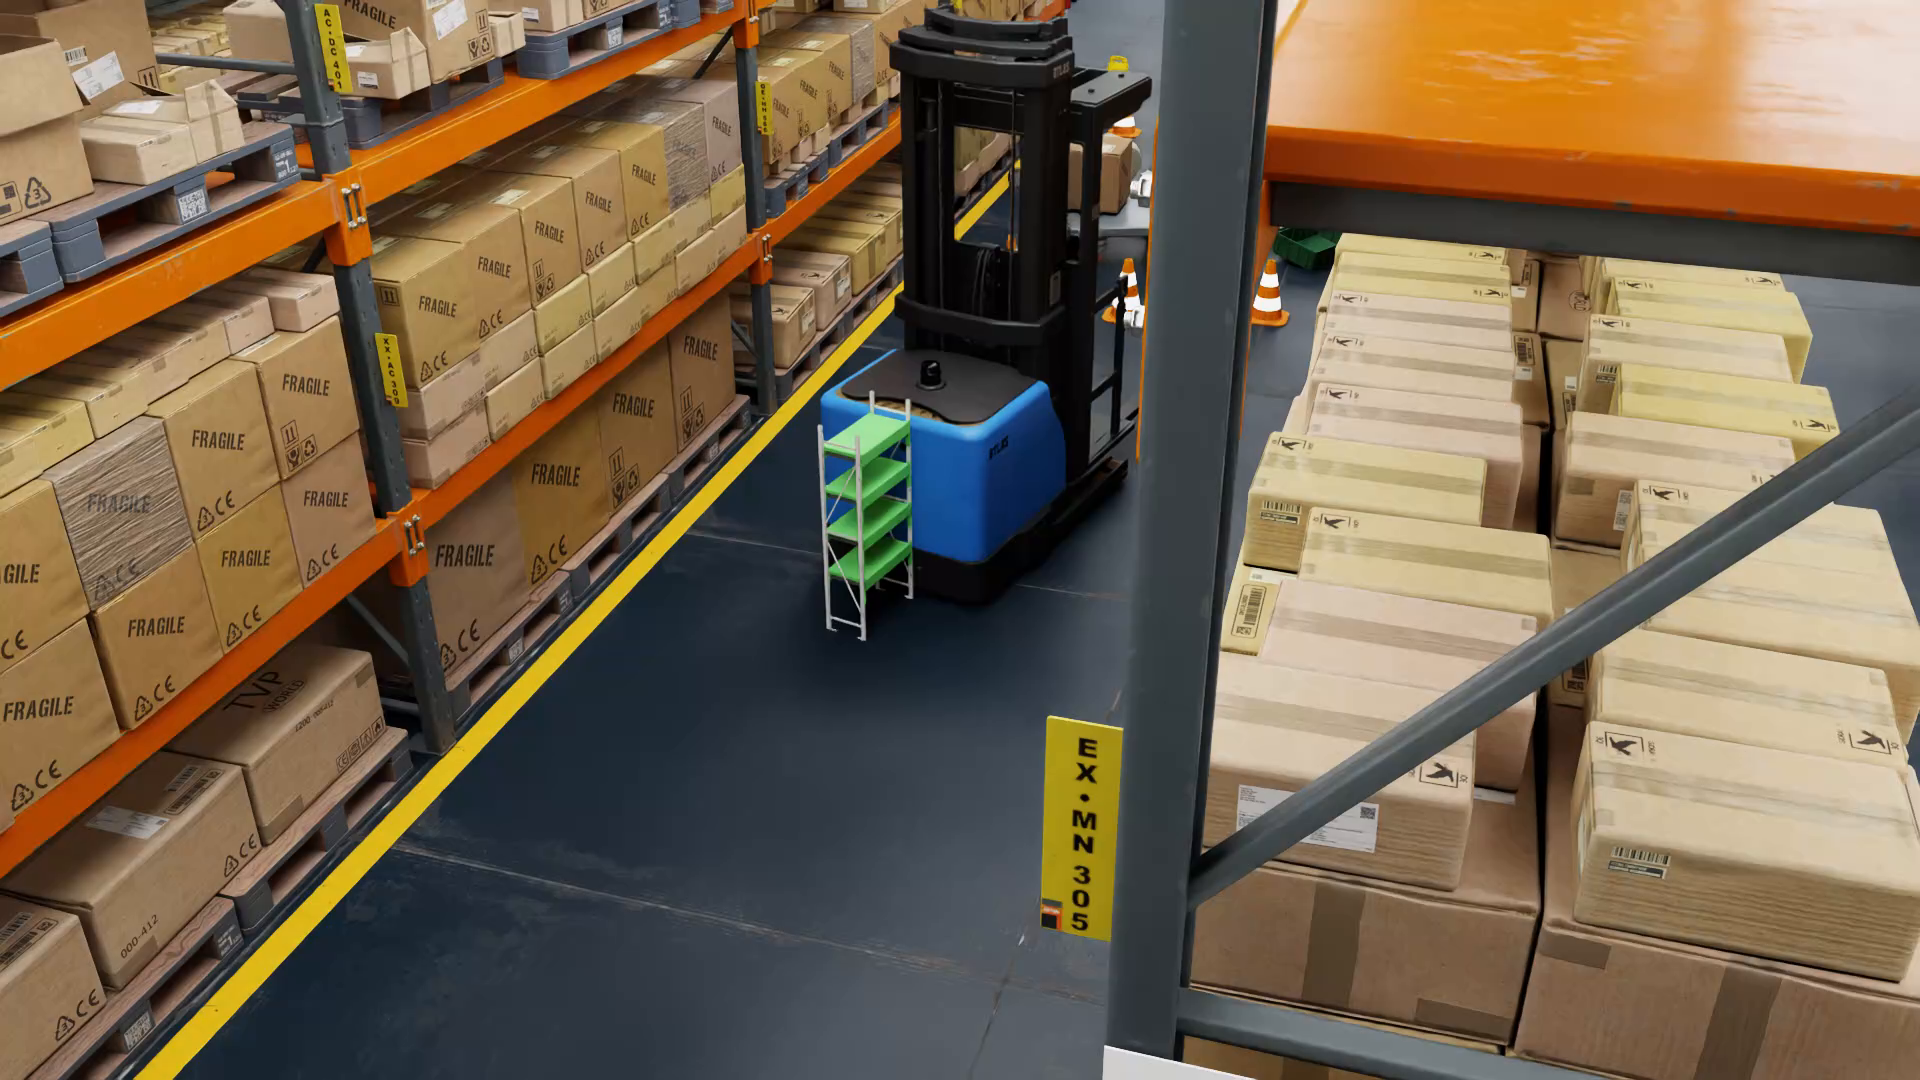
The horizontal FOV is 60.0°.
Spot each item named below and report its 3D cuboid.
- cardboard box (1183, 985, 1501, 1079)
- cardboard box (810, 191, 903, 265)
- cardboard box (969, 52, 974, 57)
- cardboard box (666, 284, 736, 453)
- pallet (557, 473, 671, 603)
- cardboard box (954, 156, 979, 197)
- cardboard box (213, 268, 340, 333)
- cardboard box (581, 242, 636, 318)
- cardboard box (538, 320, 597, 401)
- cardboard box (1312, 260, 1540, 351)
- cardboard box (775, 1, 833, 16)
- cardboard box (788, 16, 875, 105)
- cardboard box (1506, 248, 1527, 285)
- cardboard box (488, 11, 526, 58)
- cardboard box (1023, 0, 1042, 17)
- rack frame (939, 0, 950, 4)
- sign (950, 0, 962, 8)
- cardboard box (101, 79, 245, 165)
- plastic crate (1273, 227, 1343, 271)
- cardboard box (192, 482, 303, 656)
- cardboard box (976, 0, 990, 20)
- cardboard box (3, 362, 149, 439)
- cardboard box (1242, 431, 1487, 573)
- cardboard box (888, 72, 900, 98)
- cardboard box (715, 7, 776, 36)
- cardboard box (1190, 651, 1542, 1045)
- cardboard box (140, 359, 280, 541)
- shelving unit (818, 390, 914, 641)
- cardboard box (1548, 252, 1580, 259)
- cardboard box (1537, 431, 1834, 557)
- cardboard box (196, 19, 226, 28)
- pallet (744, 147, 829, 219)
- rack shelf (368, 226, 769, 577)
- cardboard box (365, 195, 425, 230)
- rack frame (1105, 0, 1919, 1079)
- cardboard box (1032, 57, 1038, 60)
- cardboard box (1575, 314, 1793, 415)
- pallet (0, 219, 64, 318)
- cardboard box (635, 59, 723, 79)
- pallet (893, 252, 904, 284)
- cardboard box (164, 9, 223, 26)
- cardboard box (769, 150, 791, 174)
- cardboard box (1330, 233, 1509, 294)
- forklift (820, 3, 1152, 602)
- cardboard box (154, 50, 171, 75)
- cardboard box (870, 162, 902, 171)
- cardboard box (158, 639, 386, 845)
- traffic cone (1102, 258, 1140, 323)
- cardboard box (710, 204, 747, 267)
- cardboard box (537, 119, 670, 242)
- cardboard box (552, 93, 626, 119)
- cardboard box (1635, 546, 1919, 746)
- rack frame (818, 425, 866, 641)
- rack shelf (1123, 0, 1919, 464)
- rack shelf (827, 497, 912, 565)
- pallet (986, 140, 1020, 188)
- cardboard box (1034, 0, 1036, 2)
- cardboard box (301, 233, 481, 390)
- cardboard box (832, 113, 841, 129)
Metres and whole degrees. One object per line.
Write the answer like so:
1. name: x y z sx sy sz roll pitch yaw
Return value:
1. cardboard box: 0.556 0.649 2.567 0.500 0.250 0.500 8 30 14
2. cardboard box: -0.924 -2.549 13.518 0.950 0.372 0.625 10 31 18
3. cardboard box: -0.092 -4.336 14.718 0.380 0.149 0.250 8 30 15
4. cardboard box: -2.020 -1.180 10.539 0.875 0.875 0.875 8 30 14
5. pallet: -2.402 -0.095 9.703 1.003 0.211 1.213 8 30 15
6. cardboard box: -0.133 -3.311 15.012 0.500 0.250 0.500 7 30 13
7. cardboard box: -2.699 -0.951 6.575 0.380 0.149 0.250 8 30 14
8. cardboard box: -2.067 -1.405 8.829 0.500 0.250 0.500 8 30 13
9. cardboard box: -2.215 -0.953 8.532 0.500 0.250 0.500 8 30 14
10. cardboard box: 1.167 -0.527 4.167 0.500 0.250 0.500 9 30 16
11. cardboard box: -1.281 -3.813 12.677 0.500 0.500 0.500 8 30 15
12. cardboard box: -0.935 -3.490 12.096 0.500 0.500 0.500 7 30 13
13. cardboard box: 1.225 -0.769 4.192 0.380 0.149 0.250 8 30 13
14. cardboard box: -2.206 -2.305 7.532 0.380 0.166 0.250 6 30 11
15. cardboard box: 0.594 -5.264 16.386 0.380 0.149 0.250 9 30 16
16. rack frame: -0.564 -4.093 14.022 1.000 3.000 0.127 8 30 15
17. sign: -0.033 -4.521 13.601 0.100 0.325 0.005 8 30 15
18. cardboard box: -2.794 -1.512 5.900 0.396 0.266 0.258 9 30 16
19. plastic crate: 2.996 -2.498 13.987 0.662 0.188 0.450 -24 47 -37
20. cardboard box: -2.950 0.073 6.430 0.500 0.500 0.500 8 30 14
21. cardboard box: -0.043 -4.668 14.647 0.500 0.500 0.500 8 30 15
22. cardboard box: -3.058 -0.488 5.742 0.380 0.149 0.250 8 30 14
23. cardboard box: 0.706 -0.050 2.898 0.380 0.149 0.250 9 30 16
24. cardboard box: -0.658 -3.524 12.826 0.380 0.149 0.250 9 30 15
25. cardboard box: -1.528 -3.675 11.763 0.380 0.149 0.250 7 30 12
26. cardboard box: 0.567 0.429 2.448 0.500 0.250 0.500 8 30 13
27. cardboard box: -2.944 -0.362 6.185 0.500 0.500 0.500 8 30 14
28. shelving unit: -0.484 -0.123 8.737 0.258 1.200 0.503 15 33 25
29. cardboard box: 1.730 -0.820 4.283 0.380 0.149 0.250 10 30 17
30. cardboard box: 1.364 0.037 3.153 0.500 0.250 0.500 9 30 15
31. cardboard box: -5.741 -3.975 13.040 0.380 0.149 0.250 9 30 16
32. pallet: -1.631 -2.497 11.350 1.213 0.211 1.003 8 30 15
33. rack shelf: -2.325 -0.990 9.184 1.077 0.370 4.000 8 30 15
34. cardboard box: -2.876 -1.341 7.943 0.500 0.500 0.500 9 30 16
35. rack frame: 0.675 -0.479 1.354 1.000 3.000 0.127 8 30 15
36. cardboard box: 0.474 -4.609 16.575 0.500 0.500 0.500 10 31 17
37. cardboard box: 1.472 -0.330 3.403 0.380 0.149 0.250 10 30 17
38. pallet: -3.522 -0.703 4.935 1.003 0.211 1.213 8 30 15
39. cardboard box: -1.871 -2.842 10.933 0.500 0.500 0.500 8 30 13
40. pallet: -0.791 -2.512 14.049 1.003 0.211 1.213 8 30 15
41. cardboard box: -6.150 -4.164 13.380 0.380 0.149 0.250 9 30 16
42. cardboard box: -1.350 -2.559 11.091 0.380 0.149 0.250 7 30 12
43. cardboard box: 1.101 -0.649 3.976 0.380 0.149 0.250 10 31 17
44. forklift: 0.389 -1.630 9.665 1.130 2.935 3.031 15 33 25
45. cardboard box: -6.032 -3.498 12.182 0.380 0.149 0.250 9 30 16
46. cardboard box: -0.648 -3.388 15.151 0.500 0.250 0.500 10 31 17
47. cardboard box: -3.199 0.837 7.363 0.875 0.438 0.875 8 30 14
48. traffic cone: 1.281 -1.931 12.745 0.336 0.463 0.334 8 30 15
49. cardboard box: -1.639 -1.896 10.228 0.500 0.250 0.500 7 30 13
50. cardboard box: -1.935 -1.968 9.070 0.500 0.500 0.500 9 30 15
51. cardboard box: -2.253 -2.288 9.647 0.500 0.500 0.500 9 30 15
52. cardboard box: 1.229 0.155 2.529 0.380 0.149 0.250 8 30 15
53. rack frame: -0.603 -0.019 8.551 0.240 1.200 0.015 15 33 25
54. rack shelf: 1.262 -1.092 3.200 1.077 0.370 4.000 8 30 15
55. rack shelf: -0.484 -0.067 8.768 0.258 0.148 0.480 15 33 25
56. pallet: -0.045 -3.760 16.292 1.003 0.211 1.213 8 30 15
57. cardboard box: 0.563 -5.602 16.326 0.500 0.500 0.500 9 30 15
58. cardboard box: -2.508 -1.019 7.365 0.500 0.500 0.500 9 30 15
59. cardboard box: -1.083 -3.064 11.999 0.380 0.149 0.250 10 31 17
